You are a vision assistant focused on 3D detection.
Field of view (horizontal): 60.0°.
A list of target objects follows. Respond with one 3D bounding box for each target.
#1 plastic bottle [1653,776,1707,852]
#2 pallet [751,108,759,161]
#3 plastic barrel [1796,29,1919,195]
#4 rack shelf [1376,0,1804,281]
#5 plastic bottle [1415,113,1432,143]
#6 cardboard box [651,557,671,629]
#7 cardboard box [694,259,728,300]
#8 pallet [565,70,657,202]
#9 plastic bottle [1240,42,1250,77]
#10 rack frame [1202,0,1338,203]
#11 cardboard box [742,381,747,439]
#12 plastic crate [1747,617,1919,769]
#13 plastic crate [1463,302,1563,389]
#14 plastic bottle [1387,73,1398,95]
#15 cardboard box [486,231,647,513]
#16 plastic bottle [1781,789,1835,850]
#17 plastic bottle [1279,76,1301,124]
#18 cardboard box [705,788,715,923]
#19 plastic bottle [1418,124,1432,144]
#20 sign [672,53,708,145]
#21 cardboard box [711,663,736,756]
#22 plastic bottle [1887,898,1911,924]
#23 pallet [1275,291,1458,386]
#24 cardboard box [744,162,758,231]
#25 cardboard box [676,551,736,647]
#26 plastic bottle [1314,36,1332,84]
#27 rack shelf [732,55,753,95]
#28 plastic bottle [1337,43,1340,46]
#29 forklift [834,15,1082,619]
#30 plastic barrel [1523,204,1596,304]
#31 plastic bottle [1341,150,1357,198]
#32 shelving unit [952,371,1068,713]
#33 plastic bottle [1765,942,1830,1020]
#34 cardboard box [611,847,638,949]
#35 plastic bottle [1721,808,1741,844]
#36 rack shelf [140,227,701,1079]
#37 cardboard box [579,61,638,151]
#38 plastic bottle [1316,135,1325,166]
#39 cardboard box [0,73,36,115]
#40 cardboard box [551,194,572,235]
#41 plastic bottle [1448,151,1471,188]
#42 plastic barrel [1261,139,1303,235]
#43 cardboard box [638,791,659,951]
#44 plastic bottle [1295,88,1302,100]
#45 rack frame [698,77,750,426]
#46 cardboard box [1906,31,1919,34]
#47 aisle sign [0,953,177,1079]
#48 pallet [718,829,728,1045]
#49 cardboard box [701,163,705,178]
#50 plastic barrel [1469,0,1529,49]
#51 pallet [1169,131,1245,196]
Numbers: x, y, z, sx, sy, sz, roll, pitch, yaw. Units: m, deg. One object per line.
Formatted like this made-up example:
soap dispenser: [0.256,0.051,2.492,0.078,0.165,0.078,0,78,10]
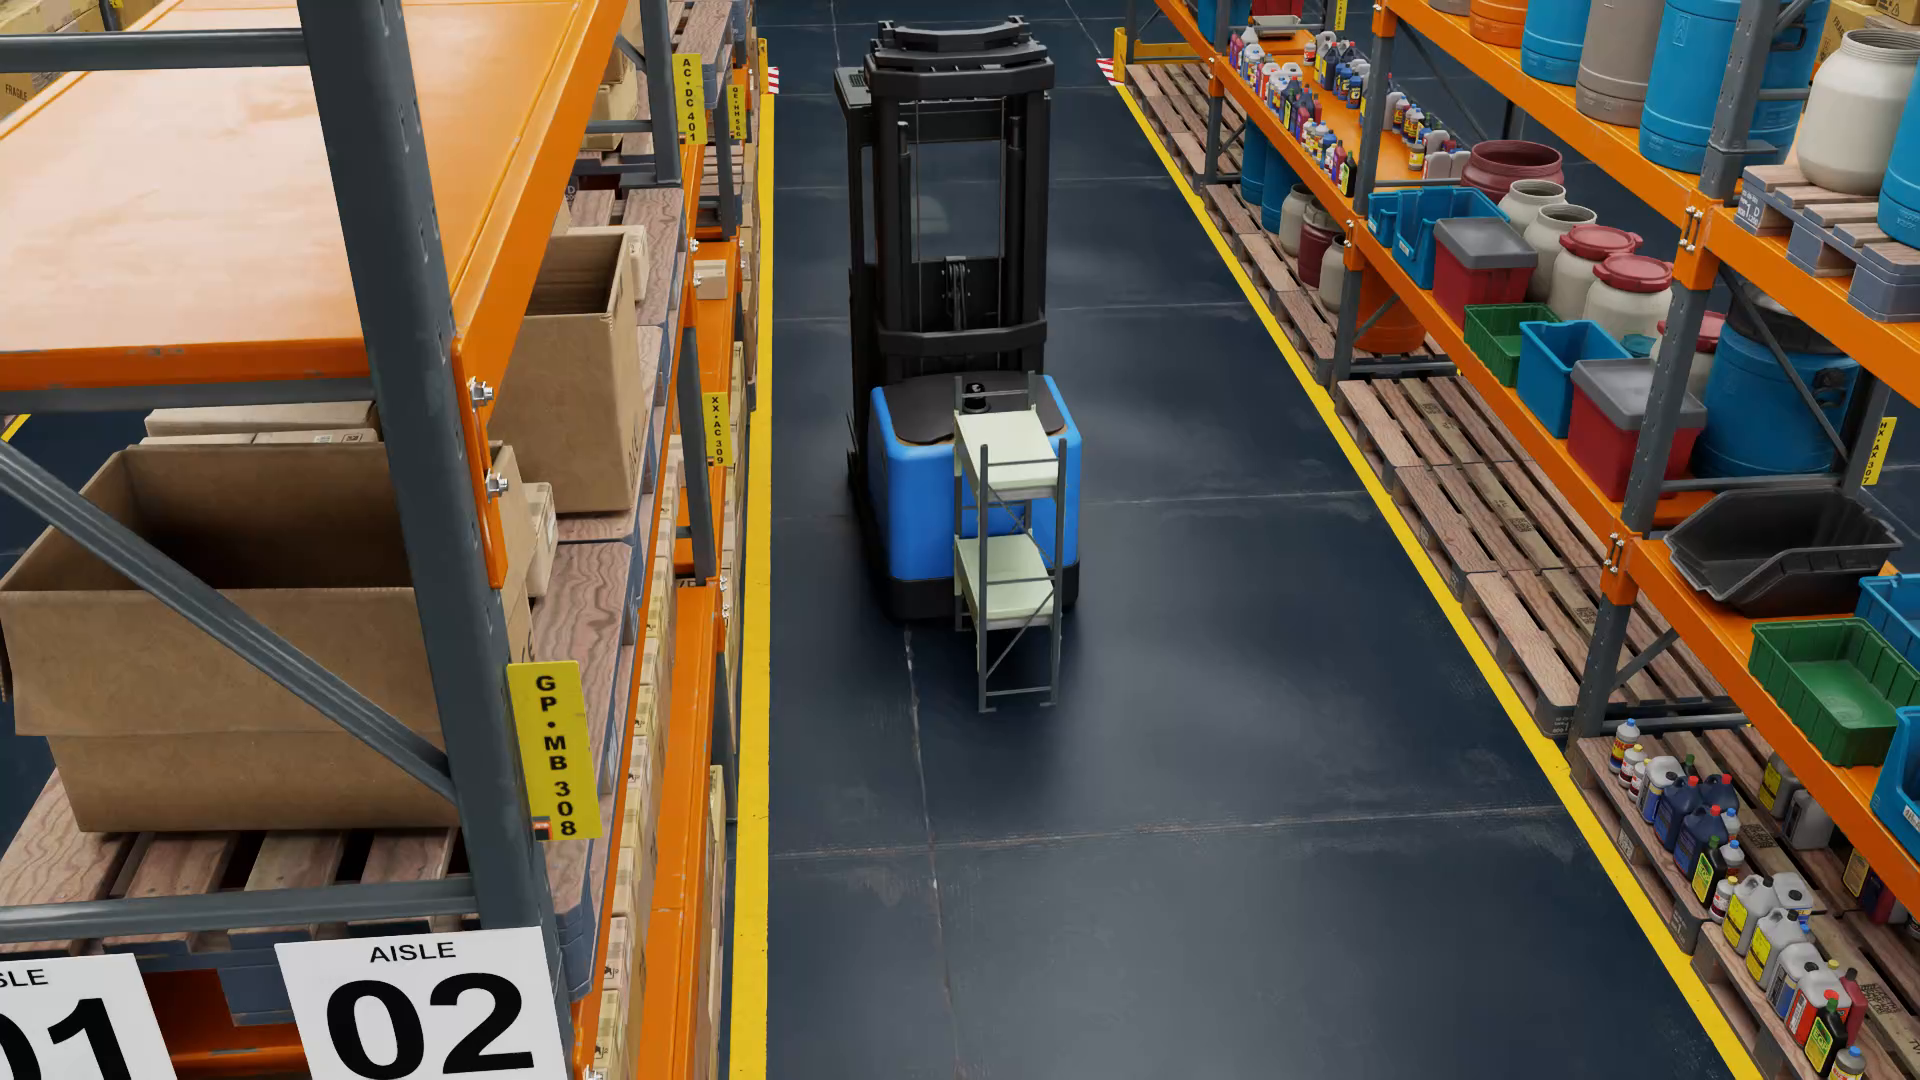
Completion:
plastic bottle: [3.074,1.138,7.075,0.144,0.351,0.185,-2,31,-3]
pallet: [-2.448,-3.869,16.023,1.003,0.211,1.213,-3,31,-5]
plastic barrel: [3.256,-1.529,5.942,0.421,0.512,0.421,0,31,0]
rack shelf: [3.225,-2.243,8.356,1.077,0.370,4.000,-3,31,-5]
plastic bottle: [3.287,-2.896,11.787,0.061,0.283,0.133,-3,31,-5]
cardboard box: [-1.208,0.194,5.771,0.380,0.149,0.250,-3,31,-5]
cardboard box: [-1.535,-1.496,9.574,0.380,0.149,0.250,-3,31,-5]
pallet: [-1.616,-1.663,6.870,0.805,0.209,1.217,-4,31,-7]
plastic bottle: [2.324,-3.888,13.461,0.097,0.271,0.097,0,31,0]
rack frame: [2.664,-4.327,14.070,1.000,3.000,0.127,-3,31,-5]
cardboard box: [-1.602,-0.792,10.424,0.500,0.250,0.500,-2,31,-3]
plastic crate: [3.257,0.555,6.103,0.450,0.188,0.662,-3,31,-5]
plastic crate: [2.968,-1.027,8.752,0.450,0.188,0.662,-3,31,-5]
plastic bottle: [3.179,-3.290,12.381,0.144,0.351,0.185,-3,31,-5]
cardboard box: [-1.030,-0.397,3.922,0.500,0.500,0.500,-3,31,-5]
plastic bottle: [3.632,1.171,7.093,0.152,0.276,0.135,-3,31,-5]
plastic bottle: [2.466,-3.279,12.363,0.144,0.351,0.185,-3,31,-5]
cardboard box: [-1.224,1.153,6.435,0.500,0.500,0.500,-3,31,-5]
plastic bottle: [3.232,-2.760,11.571,0.097,0.271,0.097,0,31,0]
sign: [-0.968,-1.578,5.961,0.100,0.325,0.005,-3,31,-5]
cardboard box: [-1.311,0.775,7.800,0.500,0.250,0.500,-3,31,-6]
plastic bottle: [3.818,1.399,6.711,0.152,0.276,0.135,-2,31,-4]
pallet: [2.923,-1.488,12.036,1.003,0.211,1.213,-3,31,-5]
cardboard box: [-1.899,-2.716,13.382,0.500,0.500,0.500,-3,31,-4]
cardboard box: [-1.352,0.273,8.093,0.500,0.311,0.500,-3,31,-5]
plastic bottle: [2.932,-3.845,13.311,0.144,0.351,0.185,-3,31,-5]
rack shelf: [-2.455,-4.804,15.570,1.077,0.370,4.000,-3,31,-5]
plastic bottle: [3.057,-3.902,13.478,0.152,0.276,0.135,-3,31,-5]
forklift: [-0.101,-1.573,9.526,1.130,2.935,3.031,-5,31,-8]
plastic barrel: [3.386,-1.603,9.400,0.421,0.512,0.421,0,31,0]
plastic bottle: [2.575,-2.421,10.992,0.061,0.283,0.133,-3,31,-5]
shelving unit: [0.231,0.013,8.266,0.431,1.500,0.755,-5,31,-8]
plastic bottle: [3.168,1.662,6.269,0.152,0.276,0.135,-4,31,-6]
cardboard box: [-1.067,0.976,4.461,0.380,0.149,0.250,-4,31,-6]
plastic bottle: [3.208,1.240,6.981,0.097,0.271,0.097,0,31,0]
rack shelf: [-1.333,0.035,4.543,1.077,0.370,4.000,-3,31,-5]
cardboard box: [-1.568,-1.726,6.527,0.500,0.250,0.500,0,31,1]
plastic bottle: [2.534,-2.712,11.560,0.097,0.201,0.097,0,31,0]
cardboard box: [-6.758,-3.036,11.502,0.500,0.500,0.500,-2,31,-3]
cardboard box: [-1.492,-0.733,4.481,0.797,0.503,0.637,1,31,1]
plastic bottle: [3.319,-2.468,11.078,0.152,0.276,0.135,-3,31,-5]
plastic barrel: [2.764,-2.966,13.428,0.600,0.901,0.708,-3,31,-5]
cardboard box: [-1.325,0.963,5.116,0.700,0.500,0.500,-2,31,-3]
plastic bottle: [2.499,-3.170,12.246,0.061,0.283,0.133,-3,31,-5]
rack frame: [-1.894,-2.049,10.257,1.000,3.000,0.127,-3,31,-5]
cardboard box: [7.537,-3.585,12.729,0.500,0.500,0.500,-2,31,-4]
aisle sign: [-1.433,0.966,2.672,0.394,0.787,0.004,-3,31,-5]
pallet: [-1.488,1.598,6.869,1.003,0.211,1.213,-3,31,-5]
cardboard box: [-2.065,-2.589,10.652,0.700,0.500,0.500,-13,33,-21]
plastic barrel: [2.960,-2.993,8.493,0.600,0.830,0.708,-3,31,-5]
pallet: [2.557,-3.504,15.410,1.003,0.211,1.213,-3,31,-5]
